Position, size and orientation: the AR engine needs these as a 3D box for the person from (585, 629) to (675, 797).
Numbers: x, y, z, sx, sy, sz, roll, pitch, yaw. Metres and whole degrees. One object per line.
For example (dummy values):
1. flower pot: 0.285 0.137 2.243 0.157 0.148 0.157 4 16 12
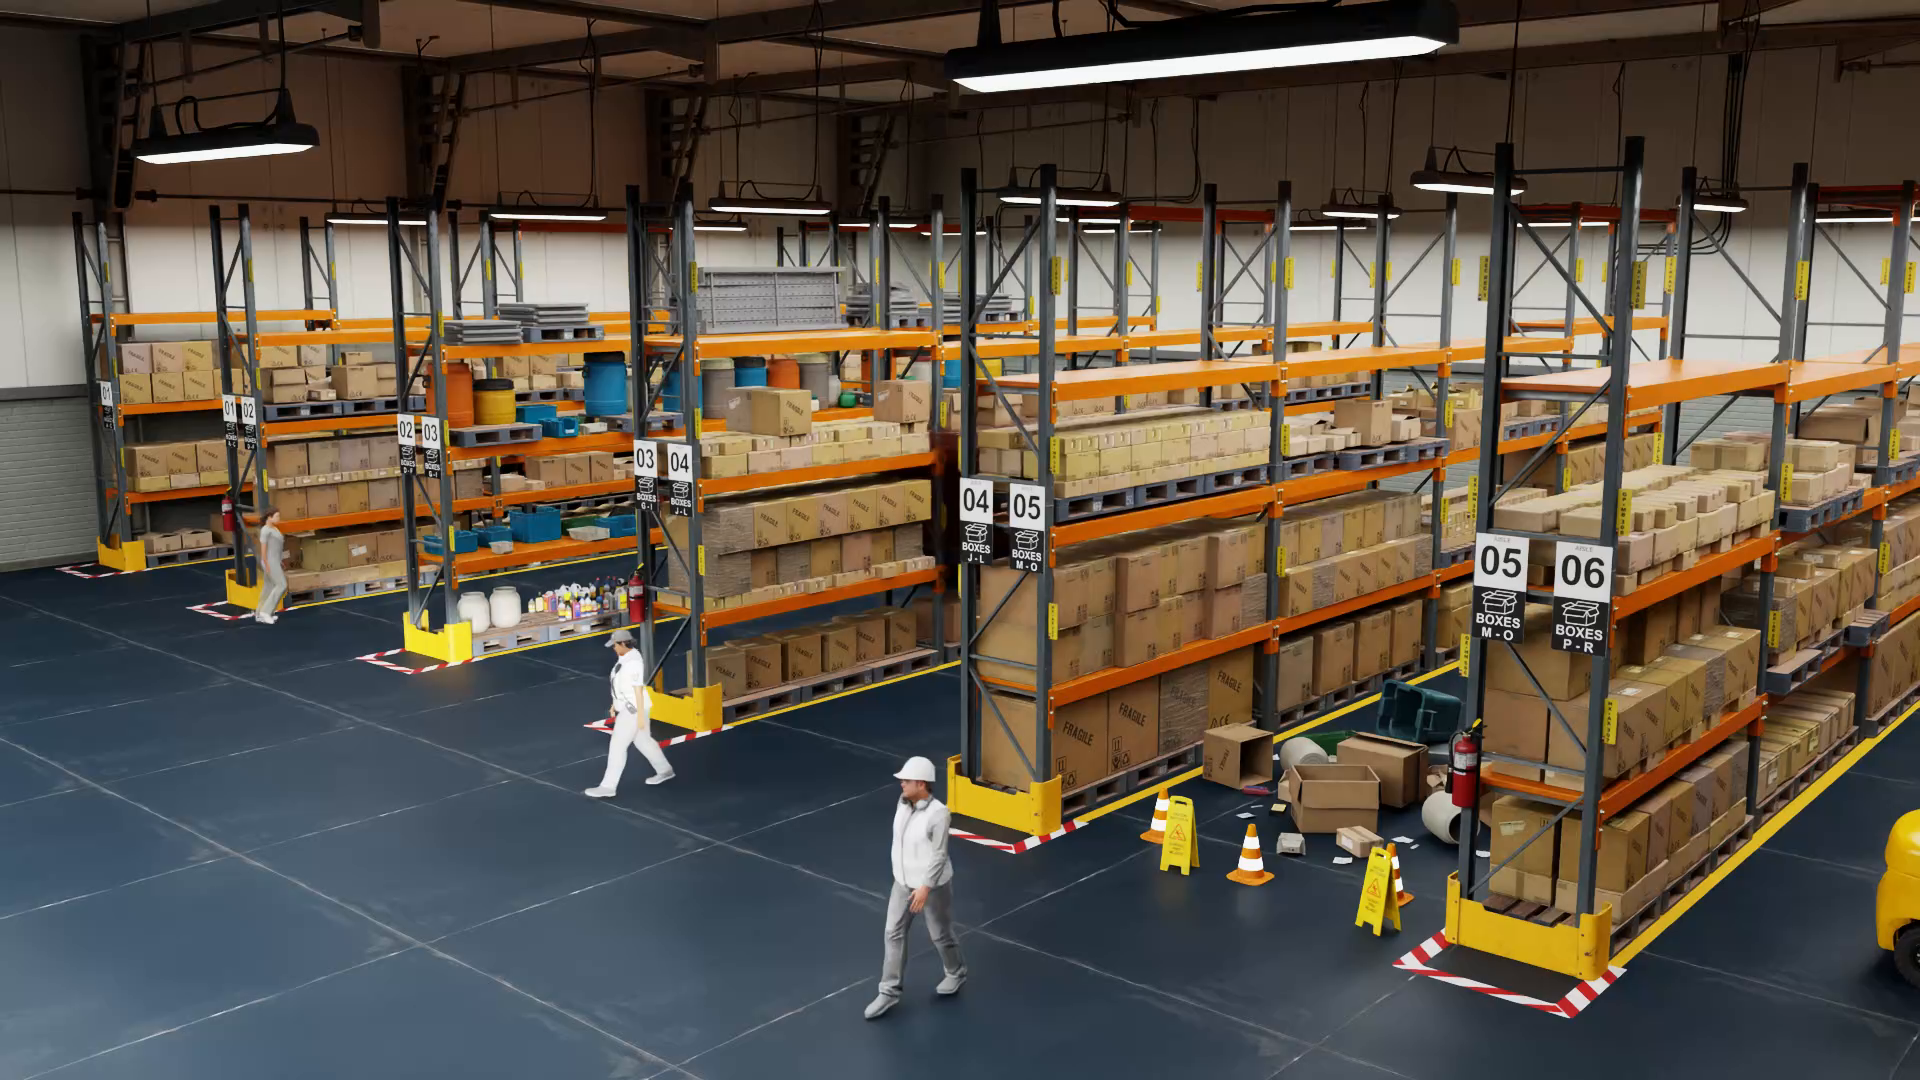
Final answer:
1. person: -3.269 1.667 16.366 0.896 1.616 0.521 -2 10 -14

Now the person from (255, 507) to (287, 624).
1. person: -9.980 0.358 24.038 0.482 1.651 0.553 -2 10 -13

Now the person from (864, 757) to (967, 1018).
1. person: -0.317 2.389 11.618 0.571 1.759 0.871 9 13 42
